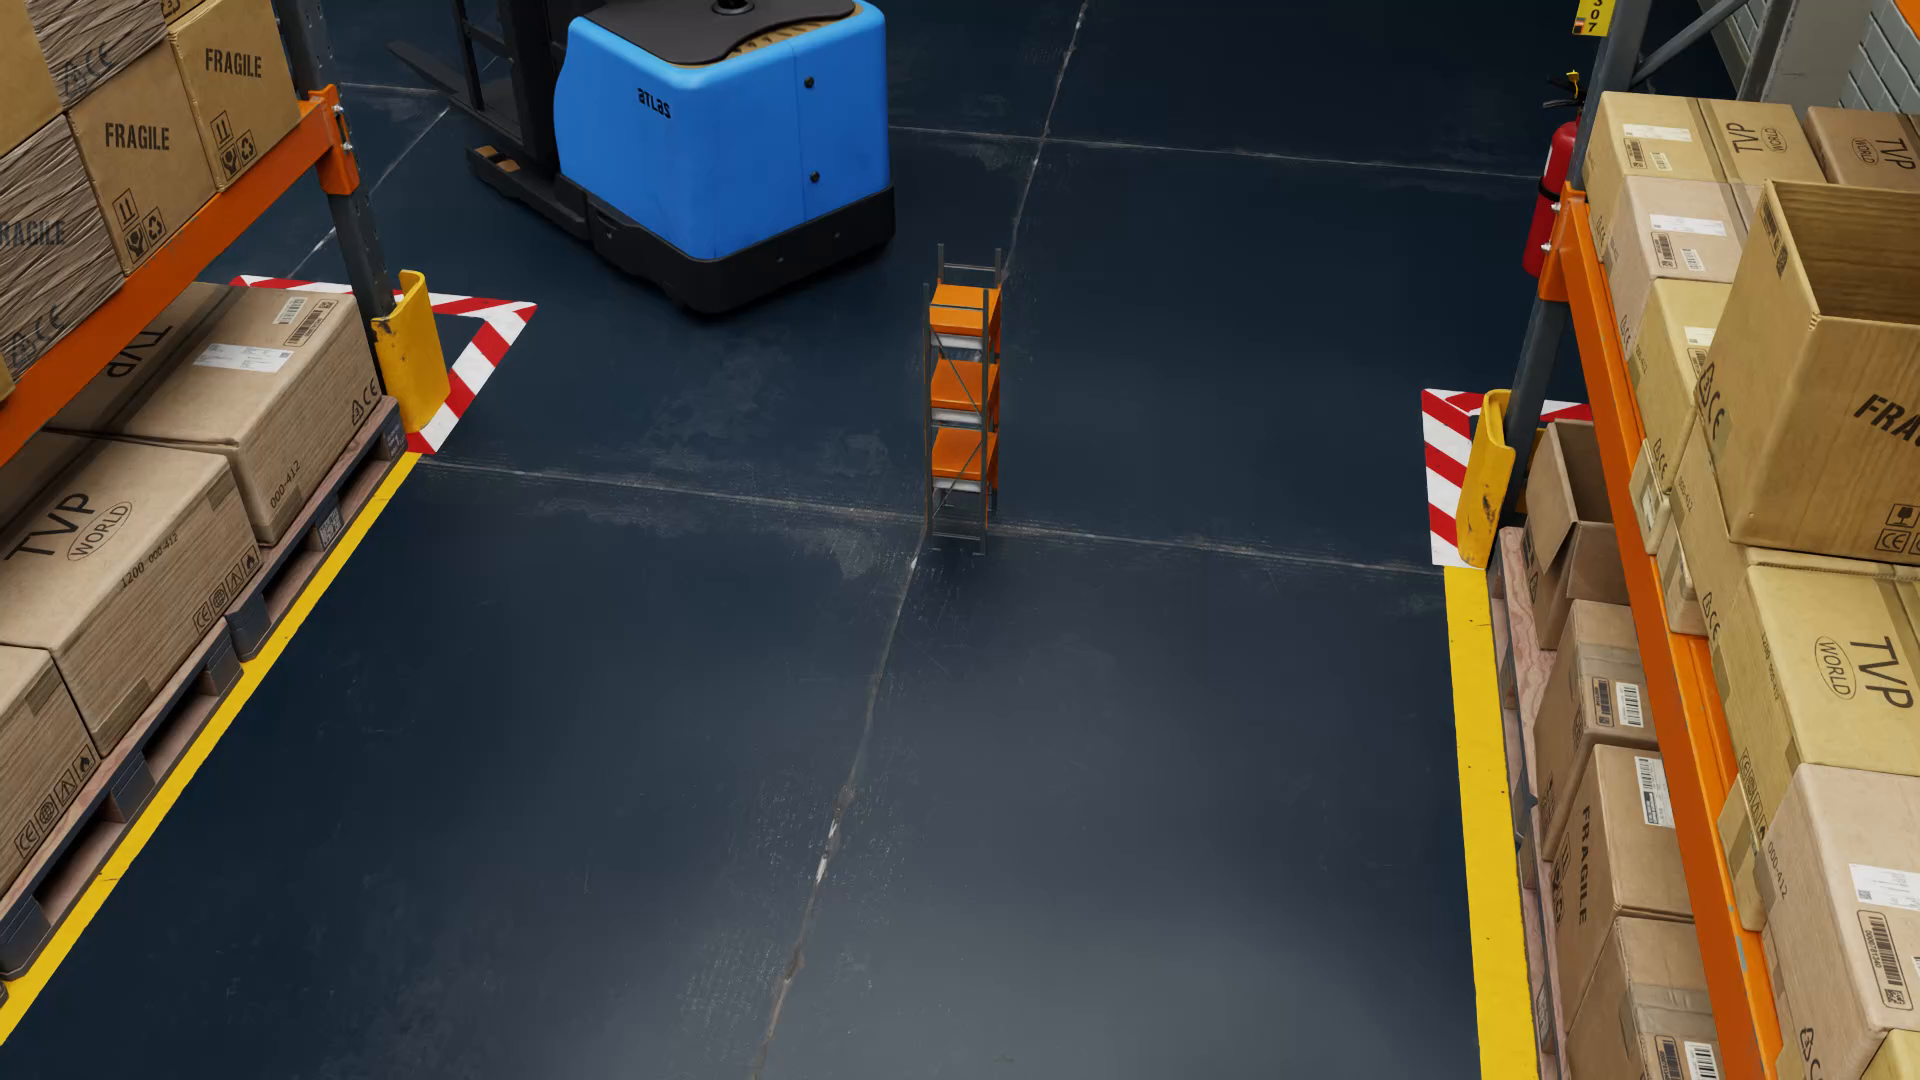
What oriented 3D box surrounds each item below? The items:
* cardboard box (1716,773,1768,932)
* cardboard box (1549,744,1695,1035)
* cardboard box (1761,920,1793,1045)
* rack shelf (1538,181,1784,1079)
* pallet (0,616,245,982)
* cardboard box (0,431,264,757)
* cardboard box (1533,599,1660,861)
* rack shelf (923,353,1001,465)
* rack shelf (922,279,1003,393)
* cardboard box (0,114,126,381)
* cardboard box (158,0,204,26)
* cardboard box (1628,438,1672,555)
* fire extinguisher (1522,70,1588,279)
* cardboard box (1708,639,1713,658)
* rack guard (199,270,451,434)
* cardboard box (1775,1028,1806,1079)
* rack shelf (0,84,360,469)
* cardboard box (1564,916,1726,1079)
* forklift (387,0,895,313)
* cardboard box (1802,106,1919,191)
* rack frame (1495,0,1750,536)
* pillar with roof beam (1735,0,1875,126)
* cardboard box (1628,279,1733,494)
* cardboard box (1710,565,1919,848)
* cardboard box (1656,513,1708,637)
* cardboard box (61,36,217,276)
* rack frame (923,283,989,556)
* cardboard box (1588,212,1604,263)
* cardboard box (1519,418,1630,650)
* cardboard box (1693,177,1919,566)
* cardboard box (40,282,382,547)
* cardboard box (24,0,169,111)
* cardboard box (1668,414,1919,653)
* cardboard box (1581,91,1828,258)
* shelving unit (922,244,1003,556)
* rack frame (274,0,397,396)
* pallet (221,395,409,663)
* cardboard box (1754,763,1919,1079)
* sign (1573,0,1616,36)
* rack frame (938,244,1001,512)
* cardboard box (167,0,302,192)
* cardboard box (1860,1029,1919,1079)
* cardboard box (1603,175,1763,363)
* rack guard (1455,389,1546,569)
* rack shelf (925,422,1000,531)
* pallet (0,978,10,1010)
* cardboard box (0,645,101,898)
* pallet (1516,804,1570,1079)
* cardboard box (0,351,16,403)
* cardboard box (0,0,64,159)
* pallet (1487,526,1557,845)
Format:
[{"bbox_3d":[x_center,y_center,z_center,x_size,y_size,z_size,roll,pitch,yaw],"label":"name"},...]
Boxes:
[{"bbox_3d":[1.564,0.564,2.911,0.380,0.149,0.250,6,40,7],"label":"cardboard box"},{"bbox_3d":[1.741,0.869,3.977,0.500,0.500,0.500,7,40,8],"label":"cardboard box"},{"bbox_3d":[1.547,0.727,2.714,0.380,0.149,0.250,7,40,9],"label":"cardboard box"},{"bbox_3d":[1.970,0.374,3.509,1.077,0.370,4.000,6,40,8],"label":"rack shelf"},{"bbox_3d":[-2.848,0.645,4.805,1.003,0.211,1.213,6,40,8],"label":"pallet"},{"bbox_3d":[-2.739,0.122,4.929,0.875,0.438,0.875,7,40,9],"label":"cardboard box"},{"bbox_3d":[1.931,0.548,4.365,0.700,0.500,0.500,8,40,9],"label":"cardboard box"},{"bbox_3d":[0.009,-0.430,5.463,0.215,0.259,0.240,6,40,8],"label":"rack shelf"},{"bbox_3d":[0.009,-0.649,5.282,0.215,0.259,0.240,6,40,8],"label":"rack shelf"},{"bbox_3d":[-2.577,-0.773,4.253,0.500,0.500,0.500,7,40,9],"label":"cardboard box"},{"bbox_3d":[-2.422,-1.799,4.709,0.500,0.500,0.500,8,40,9],"label":"cardboard box"},{"bbox_3d":[1.717,-0.083,3.693,0.380,0.149,0.250,5,40,6],"label":"cardboard box"},{"bbox_3d":[1.886,-1.129,5.114,0.296,0.674,0.183,6,40,8],"label":"fire extinguisher"},{"bbox_3d":[1.715,0.254,3.286,0.380,0.149,0.250,6,40,8],"label":"cardboard box"},{"bbox_3d":[-2.569,-0.755,6.271,1.175,0.500,0.348,6,40,8],"label":"rack guard"},{"bbox_3d":[1.475,0.889,2.518,0.380,0.149,0.250,7,40,9],"label":"cardboard box"},{"bbox_3d":[-2.919,-0.171,4.168,1.077,0.370,4.000,6,40,8],"label":"rack shelf"},{"bbox_3d":[1.751,1.200,3.577,0.700,0.500,0.500,5,40,6],"label":"cardboard box"},{"bbox_3d":[-1.646,-2.904,6.963,1.130,2.935,3.031,-30,48,-31],"label":"forklift"},{"bbox_3d":[2.498,-0.898,4.366,0.500,0.250,0.500,7,40,9],"label":"cardboard box"},{"bbox_3d":[2.316,-1.159,4.798,1.000,3.000,0.127,6,40,8],"label":"rack frame"},{"bbox_3d":[-0.570,-5.538,5.387,9.100,9.000,0.400,6,40,8],"label":"pillar with roof beam"},{"bbox_3d":[1.801,-0.326,3.674,0.500,0.250,0.500,6,40,7],"label":"cardboard box"},{"bbox_3d":[1.643,0.321,2.892,0.500,0.250,0.500,6,40,7],"label":"cardboard box"},{"bbox_3d":[1.692,0.085,3.491,0.380,0.149,0.250,7,40,9],"label":"cardboard box"},{"bbox_3d":[-2.498,-1.097,4.644,0.500,0.500,0.500,6,40,7],"label":"cardboard box"},{"bbox_3d":[-0.012,-0.362,5.363,0.200,1.050,0.008,6,40,8],"label":"rack frame"},{"bbox_3d":[1.989,-0.886,4.665,0.380,0.149,0.250,6,40,7],"label":"cardboard box"},{"bbox_3d":[2.117,0.015,5.008,0.797,0.503,0.637,5,40,6],"label":"cardboard box"},{"bbox_3d":[1.713,-0.308,3.064,0.500,0.500,0.500,7,40,9],"label":"cardboard box"},{"bbox_3d":[-2.589,-0.453,5.625,0.875,0.438,0.875,5,40,6],"label":"cardboard box"},{"bbox_3d":[-2.484,-1.468,4.308,0.500,0.500,0.500,7,40,8],"label":"cardboard box"},{"bbox_3d":[1.733,-0.002,3.283,0.500,0.250,0.500,5,40,7],"label":"cardboard box"},{"bbox_3d":[1.972,-0.961,4.442,0.500,0.250,0.500,7,40,8],"label":"cardboard box"},{"bbox_3d":[0.009,-0.438,5.456,0.215,1.050,0.252,6,40,8],"label":"shelving unit"},{"bbox_3d":[-2.573,-1.704,5.457,1.000,3.000,0.127,6,40,8],"label":"rack frame"},{"bbox_3d":[-2.635,-0.119,5.728,1.003,0.211,1.213,6,40,8],"label":"pallet"},{"bbox_3d":[1.544,0.632,2.516,0.500,0.250,0.500,7,40,8],"label":"cardboard box"},{"bbox_3d":[1.782,-1.552,4.594,0.100,0.325,0.005,6,40,8],"label":"sign"},{"bbox_3d":[0.030,-0.515,5.549,0.200,1.050,0.008,6,40,8],"label":"rack frame"},{"bbox_3d":[-2.396,-1.410,5.023,0.500,0.500,0.500,7,40,8],"label":"cardboard box"},{"bbox_3d":[1.472,0.948,2.133,0.500,0.250,0.500,7,40,9],"label":"cardboard box"},{"bbox_3d":[1.885,-0.644,4.059,0.500,0.250,0.500,7,40,8],"label":"cardboard box"},{"bbox_3d":[2.303,-0.148,5.536,1.175,0.500,0.348,6,40,8],"label":"rack guard"},{"bbox_3d":[0.009,-0.216,5.640,0.215,0.259,0.240,6,40,8],"label":"rack shelf"},{"bbox_3d":[-3.057,1.413,3.876,1.003,0.211,1.213,6,40,8],"label":"pallet"},{"bbox_3d":[-2.897,0.688,4.245,0.875,0.438,0.875,5,40,6],"label":"cardboard box"},{"bbox_3d":[1.952,1.228,4.100,1.003,0.211,1.213,6,40,8],"label":"pallet"},{"bbox_3d":[-2.654,-0.448,3.859,0.500,0.500,0.500,8,40,9],"label":"cardboard box"},{"bbox_3d":[-2.573,-1.158,3.933,0.500,0.500,0.500,6,40,7],"label":"cardboard box"},{"bbox_3d":[2.166,0.464,5.023,1.003,0.211,1.213,6,40,8],"label":"pallet"}]
